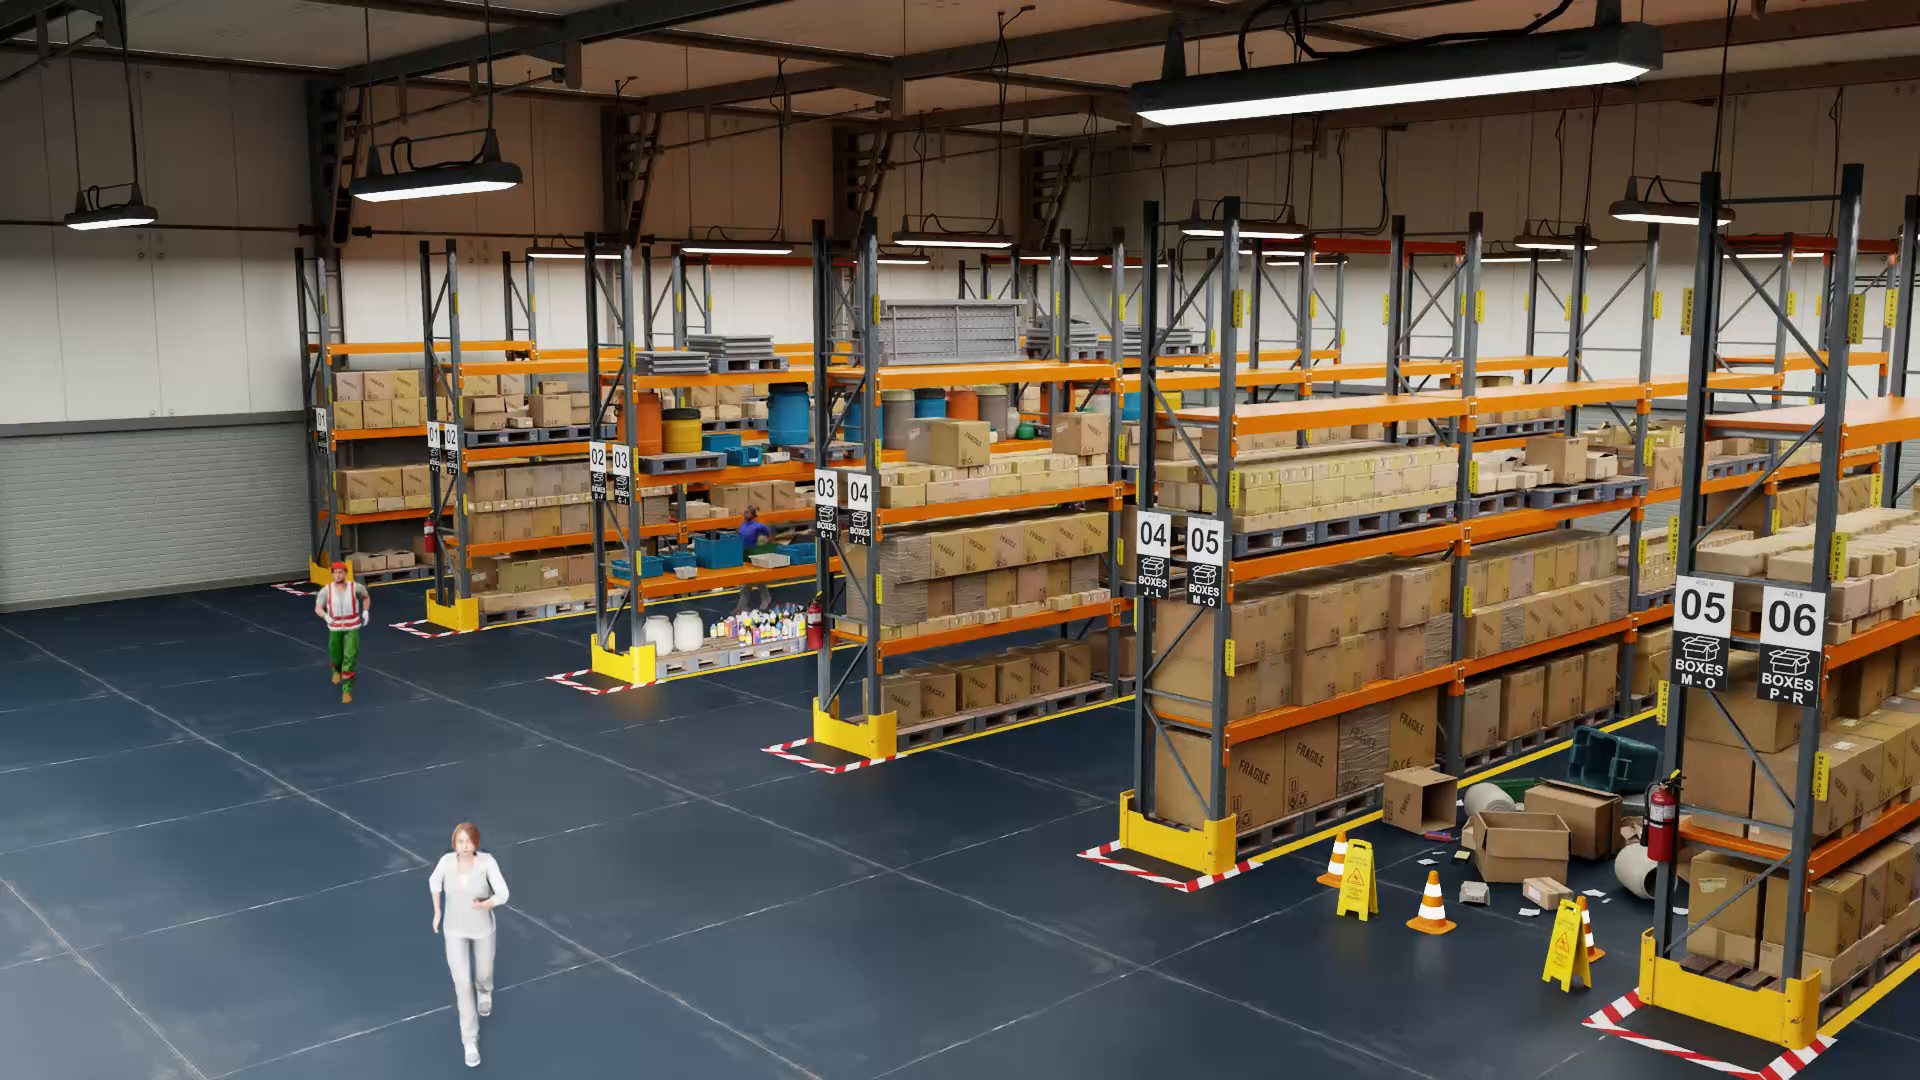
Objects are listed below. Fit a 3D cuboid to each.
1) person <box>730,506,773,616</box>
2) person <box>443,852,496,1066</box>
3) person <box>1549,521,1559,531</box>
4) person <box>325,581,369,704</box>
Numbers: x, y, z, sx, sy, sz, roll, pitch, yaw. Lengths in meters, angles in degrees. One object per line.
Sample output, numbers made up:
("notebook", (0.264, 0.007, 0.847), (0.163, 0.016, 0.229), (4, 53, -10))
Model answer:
("person", (-3.263, 0.315, 25.828), (0.576, 1.680, 0.888), (8, 11, 43))
("person", (-3.370, 2.801, 11.464), (0.348, 1.366, 0.884), (-2, 9, -13))
("person", (9.501, 0.453, 26.503), (0.656, 1.682, 0.590), (7, 11, 38))
("person", (-7.903, 1.266, 21.496), (0.523, 1.555, 0.951), (-3, 9, -17))
